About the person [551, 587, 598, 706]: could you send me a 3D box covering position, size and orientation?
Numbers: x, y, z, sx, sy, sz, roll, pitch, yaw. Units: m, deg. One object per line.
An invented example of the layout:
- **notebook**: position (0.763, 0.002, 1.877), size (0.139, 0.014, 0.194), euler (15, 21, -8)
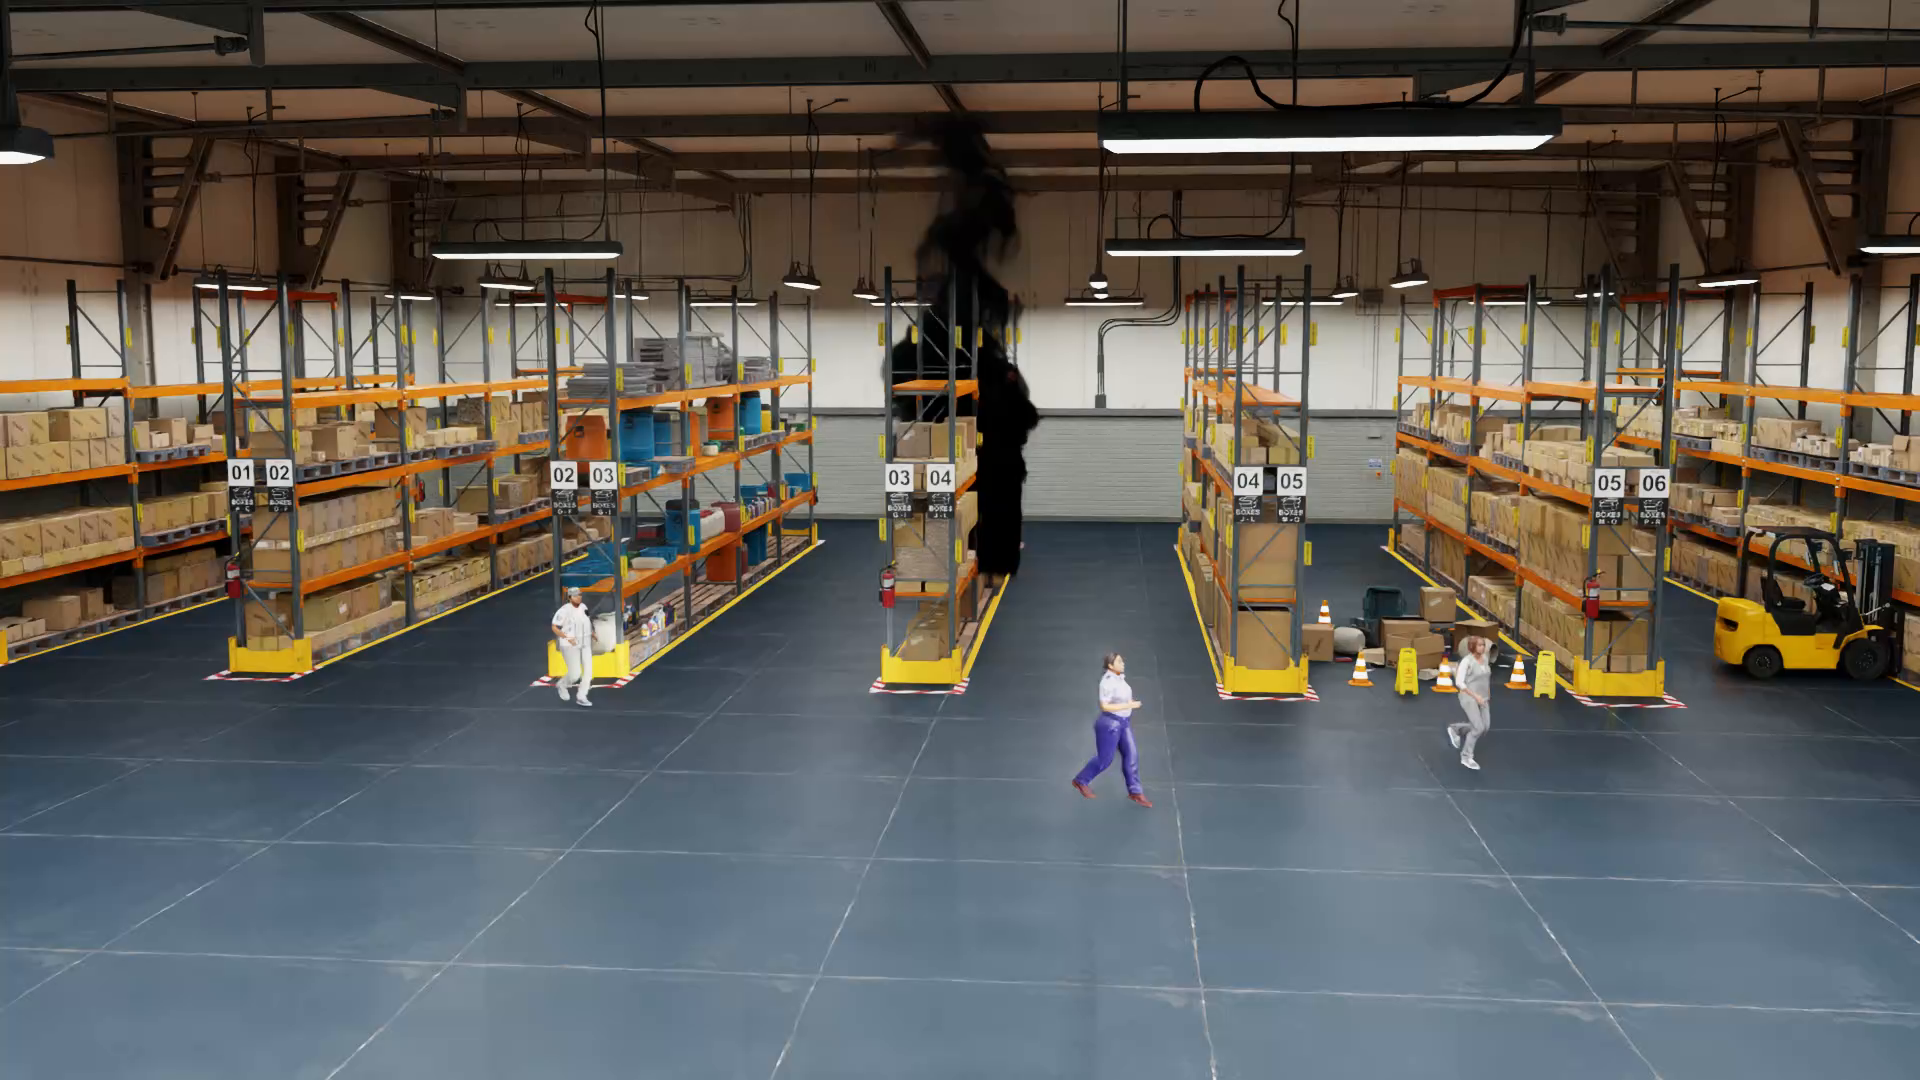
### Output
- **person**: position (-5.263, 1.443, 22.729), size (0.602, 1.627, 0.635), euler (6, 9, 42)

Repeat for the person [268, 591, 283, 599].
- **person**: position (-11.698, 0.675, 28.672), size (0.701, 1.726, 0.661), euler (-1, 7, -6)

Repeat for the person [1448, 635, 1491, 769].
- **person**: position (5.985, 1.879, 19.512), size (0.554, 1.573, 0.610), euler (-4, 8, -32)

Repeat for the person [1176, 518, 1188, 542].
- **person**: position (5.709, -0.764, 40.523), size (0.853, 1.670, 0.617), euler (0, 7, -1)

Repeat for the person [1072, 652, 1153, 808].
- **person**: position (1.633, 2.021, 17.804), size (0.886, 1.664, 0.602), euler (4, 8, 29)
